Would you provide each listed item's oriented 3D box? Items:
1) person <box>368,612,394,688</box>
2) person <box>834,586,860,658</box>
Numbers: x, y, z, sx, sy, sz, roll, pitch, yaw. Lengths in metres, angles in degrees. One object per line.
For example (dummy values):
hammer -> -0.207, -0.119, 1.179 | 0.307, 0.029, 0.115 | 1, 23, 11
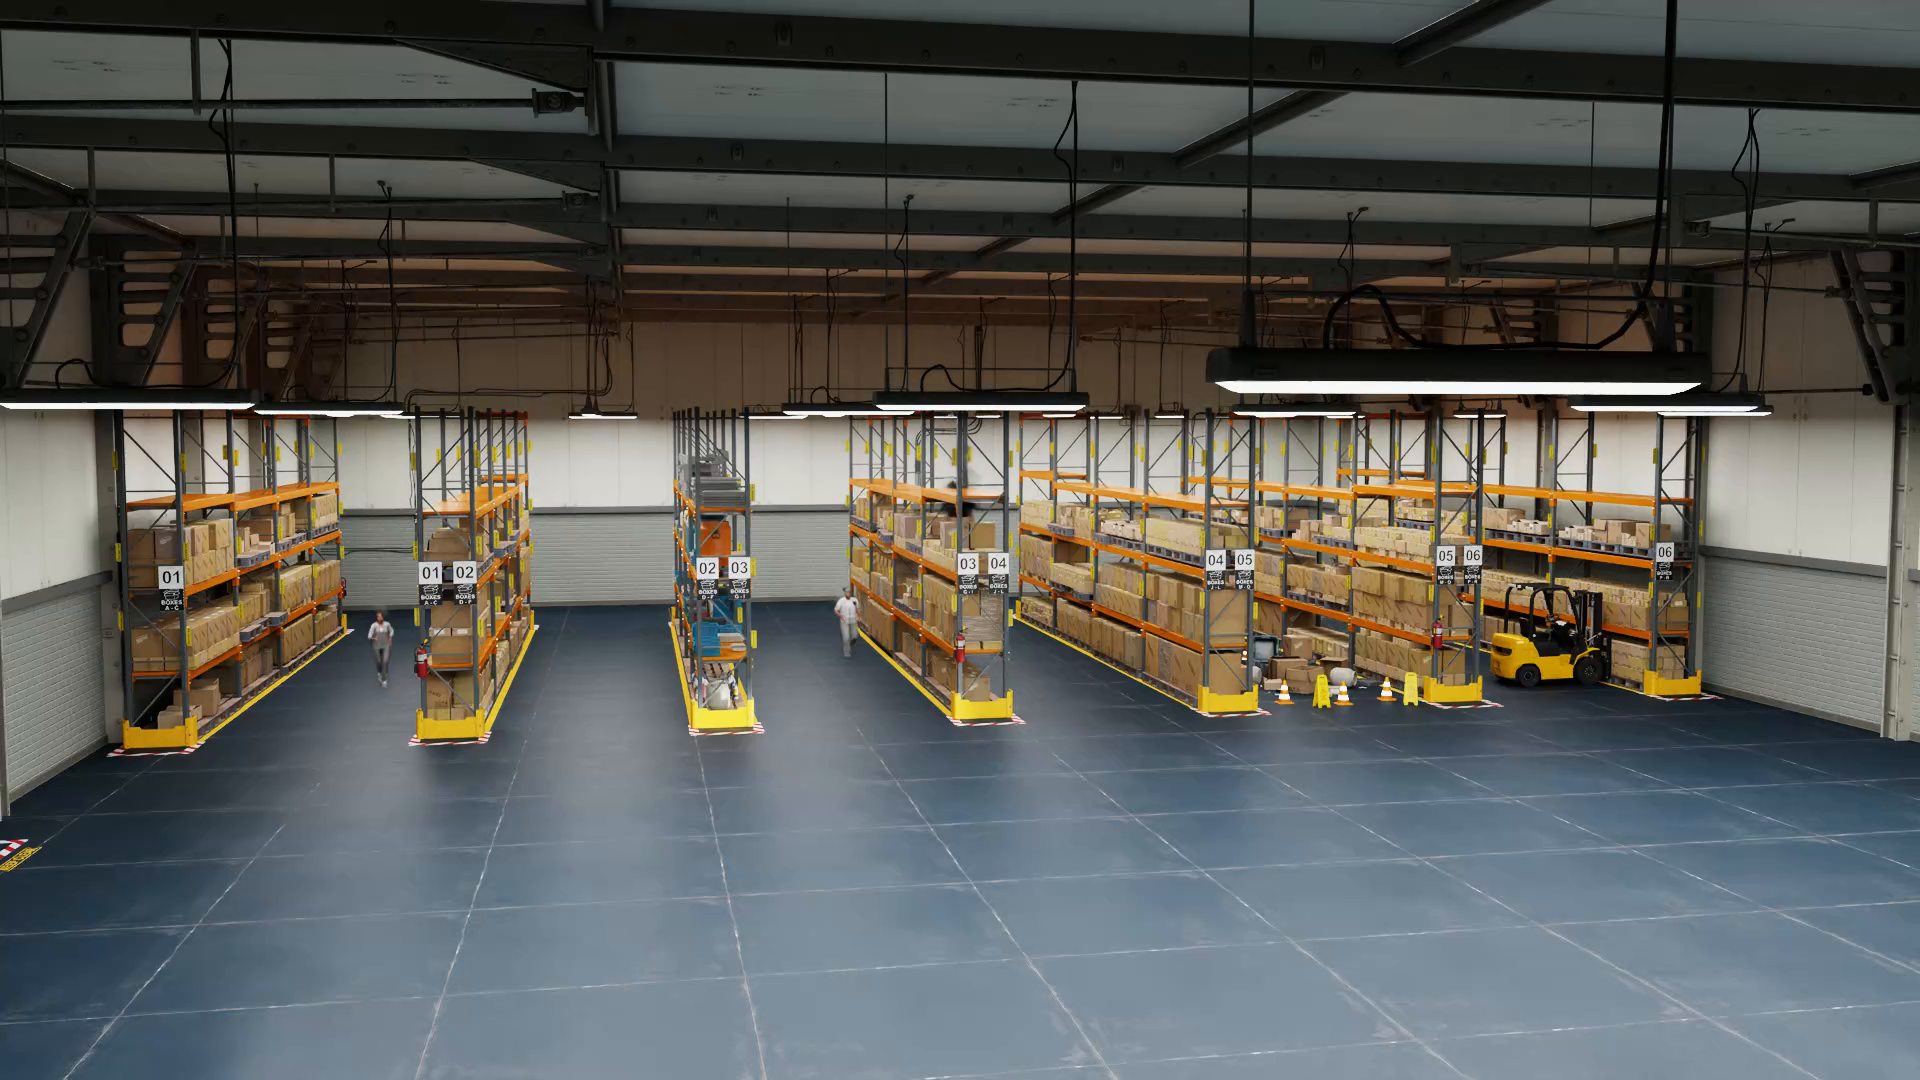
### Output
person -> -12.561, 2.352, 36.083 | 0.537, 1.605, 0.877 | -2, 4, -22
person -> -2.711, 1.982, 40.395 | 0.659, 1.732, 0.622 | -1, 4, -17
